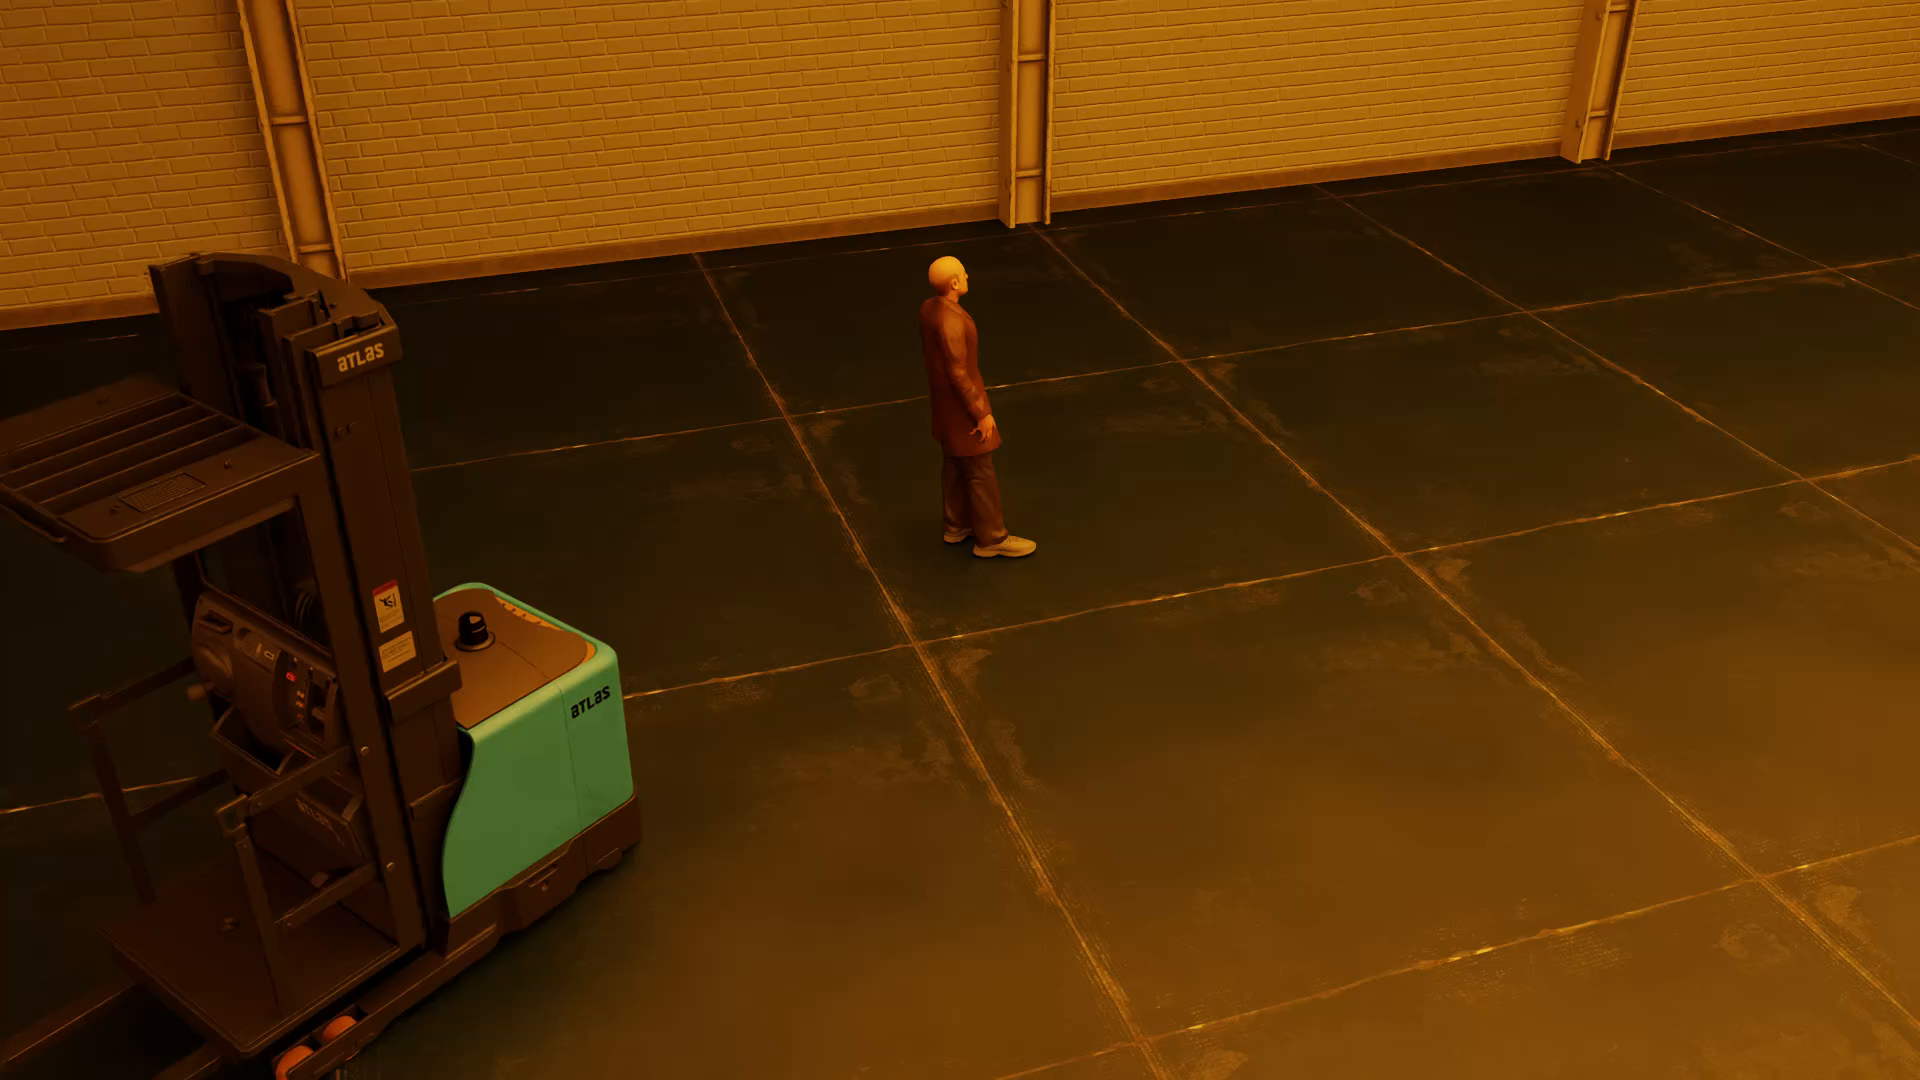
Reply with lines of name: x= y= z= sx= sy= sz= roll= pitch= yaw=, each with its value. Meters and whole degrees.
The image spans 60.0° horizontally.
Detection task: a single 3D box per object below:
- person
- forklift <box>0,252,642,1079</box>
person: x=0.088 y=-0.789 z=9.600 sx=0.582 sy=1.775 sz=0.696 roll=-10 pitch=31 yaw=-16
forklift: x=-2.744 y=0.557 z=6.118 sx=1.130 sy=2.935 sz=3.031 roll=21 pitch=36 yaw=32
